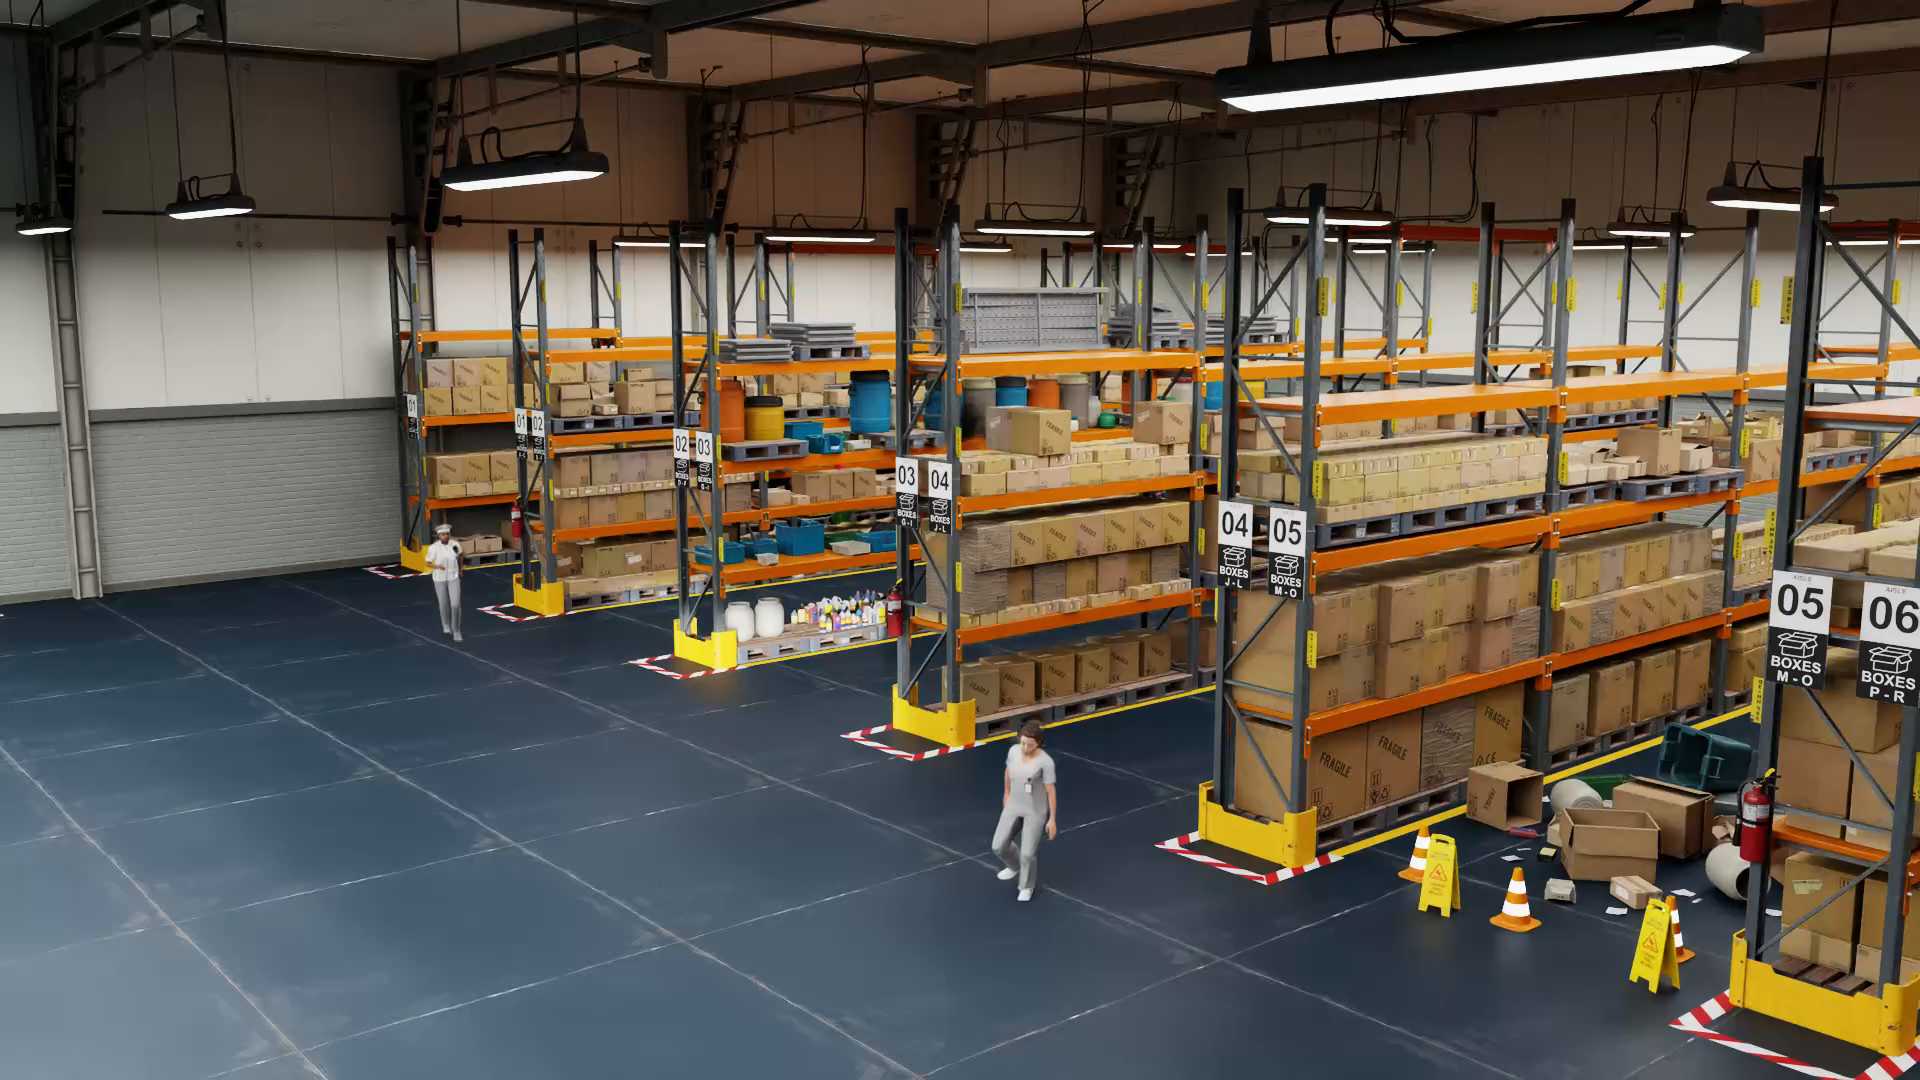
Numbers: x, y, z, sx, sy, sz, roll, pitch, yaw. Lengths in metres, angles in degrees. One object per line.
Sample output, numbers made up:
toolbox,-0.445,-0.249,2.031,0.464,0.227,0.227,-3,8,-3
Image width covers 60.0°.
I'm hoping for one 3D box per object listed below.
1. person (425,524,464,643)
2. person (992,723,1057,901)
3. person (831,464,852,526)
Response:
person,-7.502,0.621,24.260,0.553,1.754,0.760,-3,9,-18
person,0.570,2.250,13.928,0.695,1.587,0.601,5,10,30
person,-2.255,-0.643,32.359,0.669,1.713,0.710,6,11,35
